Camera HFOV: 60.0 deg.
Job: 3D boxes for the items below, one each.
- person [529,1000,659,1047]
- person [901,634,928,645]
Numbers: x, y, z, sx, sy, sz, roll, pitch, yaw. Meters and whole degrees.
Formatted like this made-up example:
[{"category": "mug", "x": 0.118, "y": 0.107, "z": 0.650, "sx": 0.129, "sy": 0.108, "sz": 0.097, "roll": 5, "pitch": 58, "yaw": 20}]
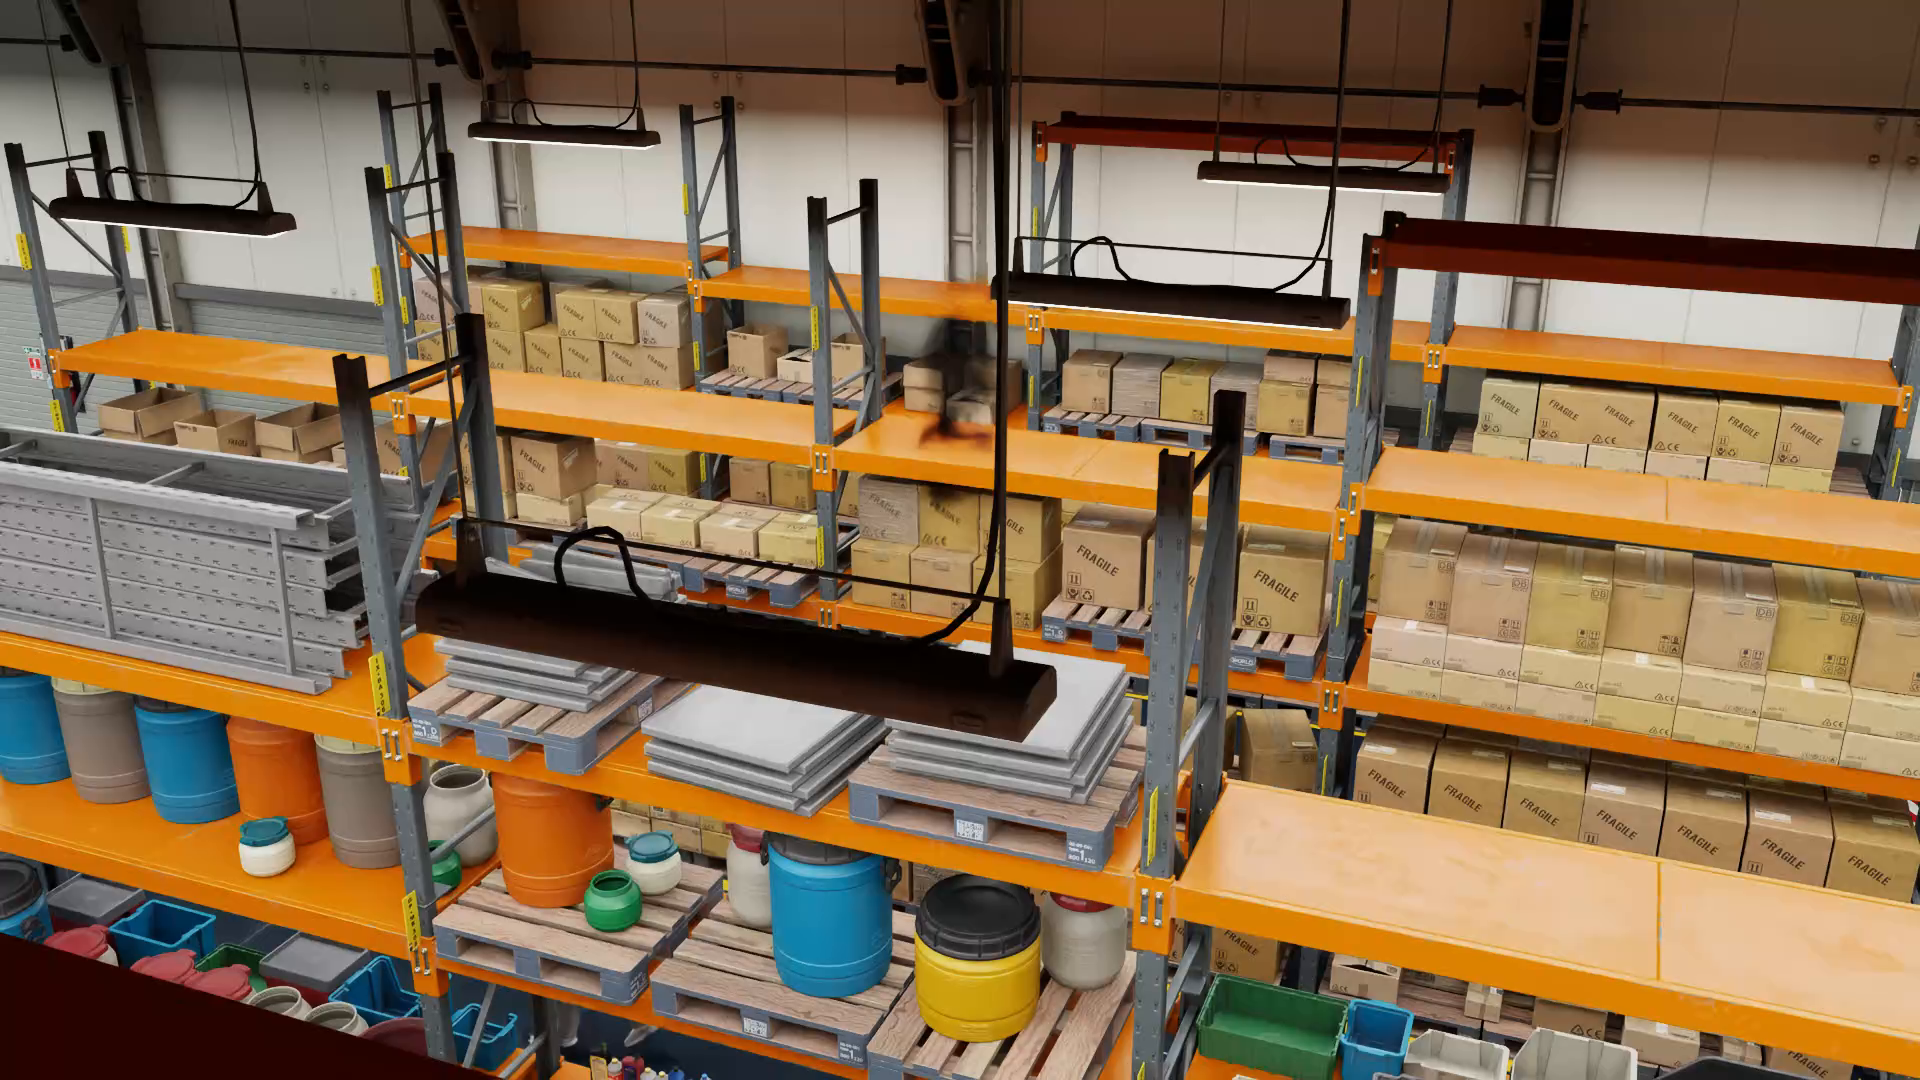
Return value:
[{"category": "person", "x": -2.698, "y": 2.938, "z": 12.092, "sx": 1.034, "sy": 1.771, "sz": 0.711, "roll": 4, "pitch": 21, "yaw": 11}, {"category": "person", "x": -0.415, "y": 1.560, "z": 15.976, "sx": 0.767, "sy": 1.741, "sz": 0.524, "roll": 11, "pitch": 23, "yaw": 26}]
